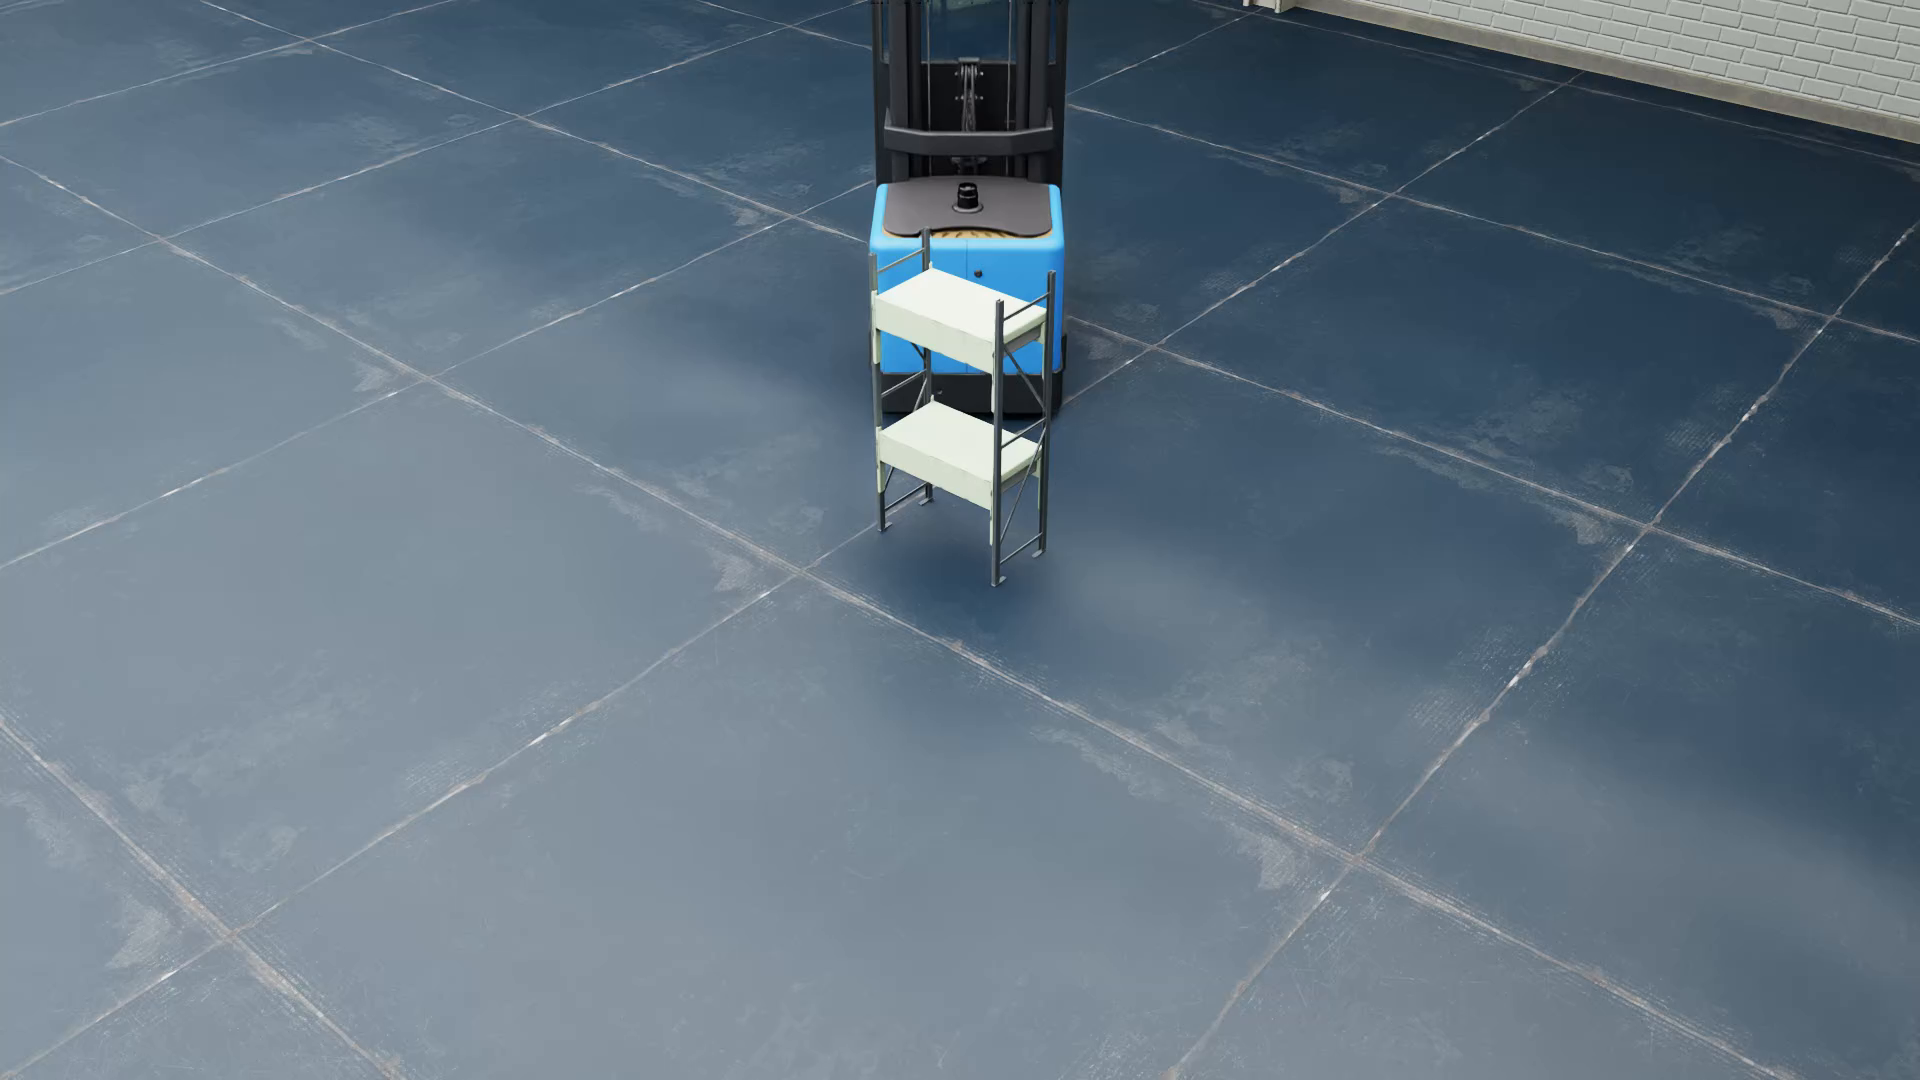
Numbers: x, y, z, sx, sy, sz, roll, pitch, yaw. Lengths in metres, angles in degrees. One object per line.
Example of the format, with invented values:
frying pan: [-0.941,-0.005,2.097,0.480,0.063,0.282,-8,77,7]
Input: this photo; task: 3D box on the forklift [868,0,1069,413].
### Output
forklift: [0.056,-2.706,9.602,1.130,2.935,3.031,0,34,1]

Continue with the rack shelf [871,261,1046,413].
rack shelf: [0.005,-0.938,7.601,0.720,0.370,0.431,25,42,32]

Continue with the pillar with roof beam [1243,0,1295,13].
pillar with roof beam: [0.135,-6.826,10.241,0.400,9.000,9.100,25,42,32]

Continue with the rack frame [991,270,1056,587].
rack frame: [0.286,-0.483,7.629,0.023,1.500,0.400,25,42,32]

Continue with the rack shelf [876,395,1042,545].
rack shelf: [0.005,-0.347,8.006,0.720,0.370,0.431,25,42,32]

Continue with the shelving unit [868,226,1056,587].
shelving unit: [0.005,-0.616,7.822,0.755,1.500,0.431,25,42,32]

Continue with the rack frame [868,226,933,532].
rack frame: [-0.276,-0.748,8.015,0.023,1.500,0.400,25,42,32]
